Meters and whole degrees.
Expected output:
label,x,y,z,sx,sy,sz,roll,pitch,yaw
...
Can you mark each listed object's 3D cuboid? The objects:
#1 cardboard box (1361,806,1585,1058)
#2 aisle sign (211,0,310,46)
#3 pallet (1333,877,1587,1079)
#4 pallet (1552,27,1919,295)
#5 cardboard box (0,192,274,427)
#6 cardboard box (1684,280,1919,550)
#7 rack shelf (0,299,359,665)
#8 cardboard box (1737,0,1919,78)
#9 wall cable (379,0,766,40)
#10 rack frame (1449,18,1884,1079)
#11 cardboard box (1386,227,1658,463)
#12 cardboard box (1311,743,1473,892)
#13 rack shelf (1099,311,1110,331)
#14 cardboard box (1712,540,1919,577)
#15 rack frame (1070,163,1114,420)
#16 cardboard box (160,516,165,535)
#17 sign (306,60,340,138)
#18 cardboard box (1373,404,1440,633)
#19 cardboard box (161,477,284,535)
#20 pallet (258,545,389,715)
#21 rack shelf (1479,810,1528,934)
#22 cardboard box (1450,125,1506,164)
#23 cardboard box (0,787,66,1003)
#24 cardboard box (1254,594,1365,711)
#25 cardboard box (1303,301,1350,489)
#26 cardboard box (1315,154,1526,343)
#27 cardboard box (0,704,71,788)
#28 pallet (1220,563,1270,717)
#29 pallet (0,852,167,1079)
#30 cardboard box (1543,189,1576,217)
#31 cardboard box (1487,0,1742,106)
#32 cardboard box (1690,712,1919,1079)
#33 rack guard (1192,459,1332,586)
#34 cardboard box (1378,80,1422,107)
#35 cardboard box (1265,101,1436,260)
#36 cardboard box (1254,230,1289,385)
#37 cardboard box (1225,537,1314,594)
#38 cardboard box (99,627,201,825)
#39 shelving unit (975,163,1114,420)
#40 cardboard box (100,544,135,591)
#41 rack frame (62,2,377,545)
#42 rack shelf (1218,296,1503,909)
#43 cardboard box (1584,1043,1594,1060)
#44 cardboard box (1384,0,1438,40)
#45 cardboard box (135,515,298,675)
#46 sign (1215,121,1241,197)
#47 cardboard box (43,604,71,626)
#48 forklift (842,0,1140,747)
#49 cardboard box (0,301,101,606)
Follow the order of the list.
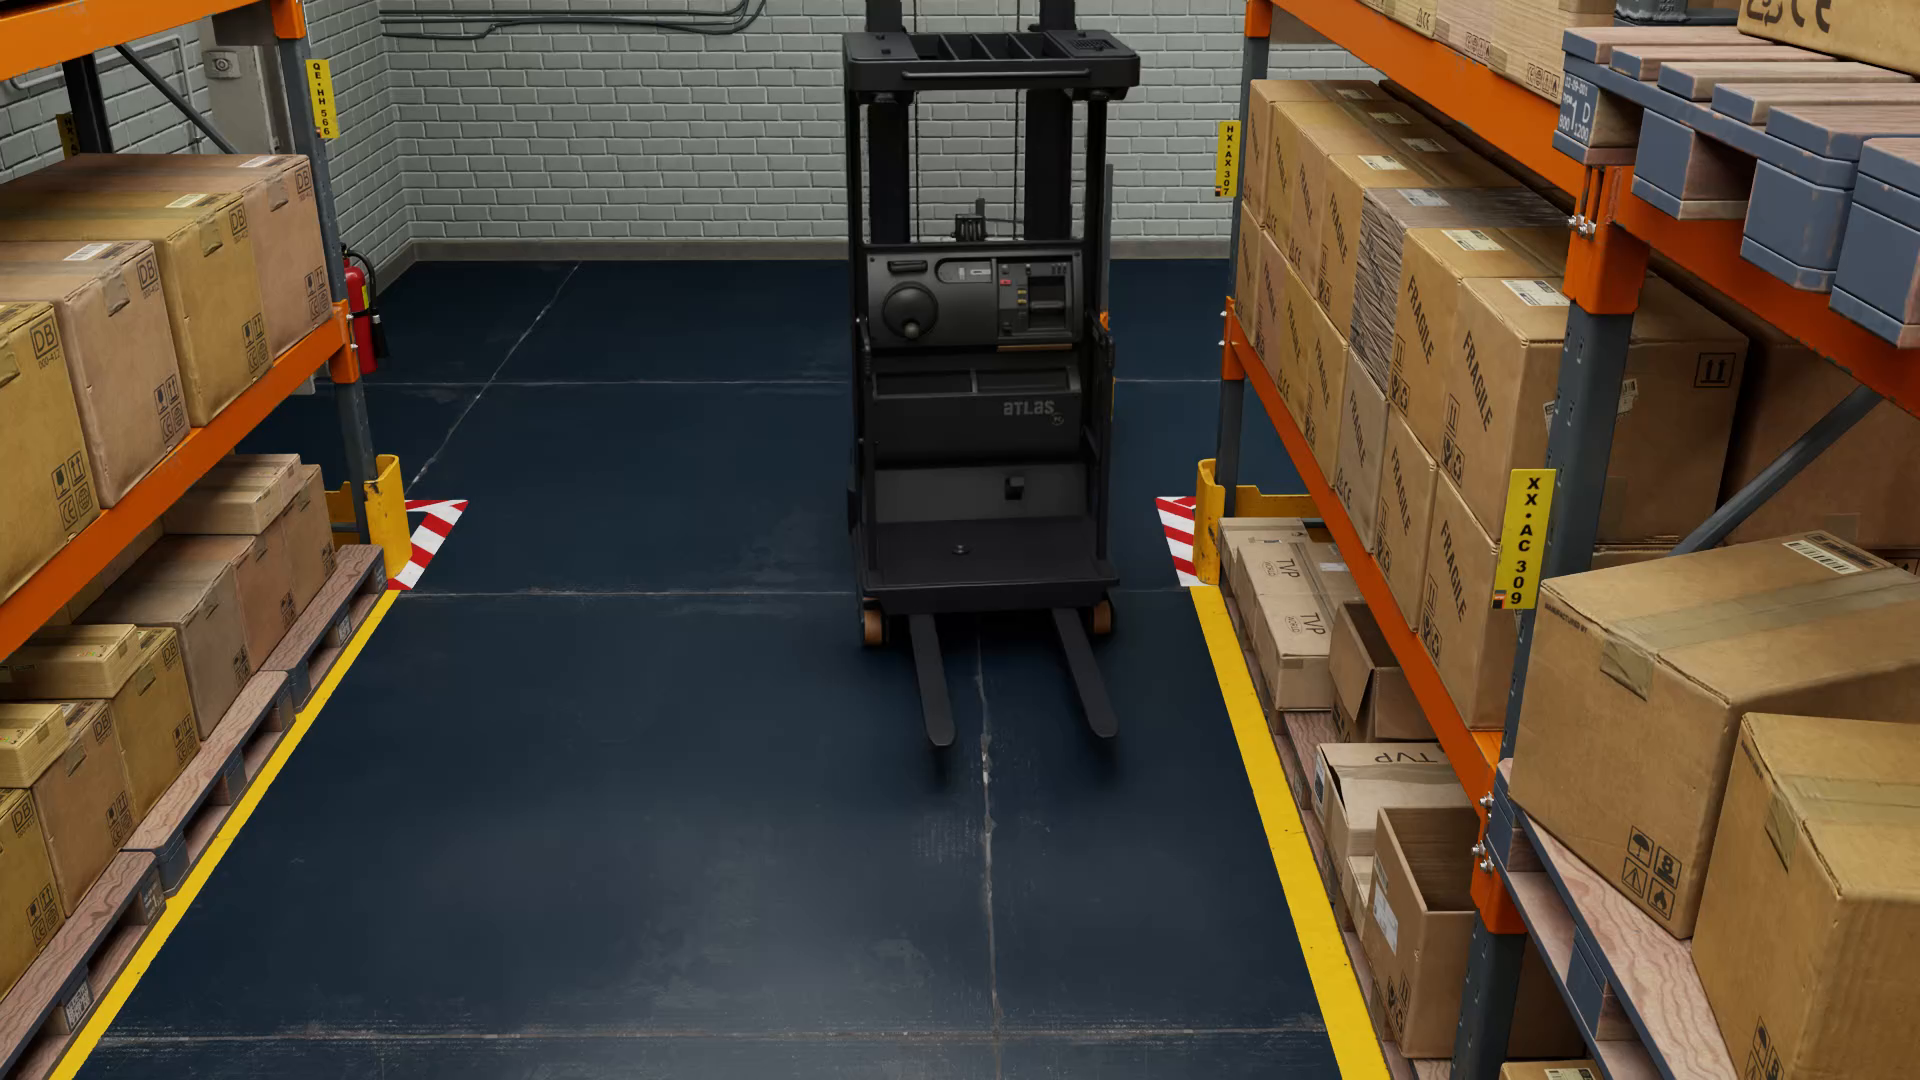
label,x,y,z,sx,sy,sz,roll,pitch,yaw
cardboard box,1.461,1.095,4.689,0.500,0.500,0.500,0,24,-1
aisle sign,-2.947,-2.450,6.873,0.394,0.787,0.004,0,24,-1
pallet,1.744,1.377,4.949,1.003,0.211,1.213,0,24,-1
pallet,1.688,-0.622,2.574,1.213,0.211,1.003,0,24,-1
cardboard box,-3.211,-0.862,6.151,0.980,0.700,0.700,0,24,-1
cardboard box,2.027,-0.307,3.954,0.500,0.500,0.500,0,24,1
rack shelf,-3.224,-0.083,5.666,1.077,0.370,4.000,0,24,-1
cardboard box,1.683,-1.052,2.543,0.600,0.600,0.600,-3,24,-6
wall cable,-2.950,-4.886,11.901,3.097,2.526,0.112,0,24,-1
rack frame,1.751,0.390,3.749,1.000,3.000,0.127,0,24,-1
cardboard box,1.478,-0.530,4.447,0.500,0.500,0.500,-1,24,-2
cardboard box,1.453,0.872,5.412,0.500,0.311,0.500,0,24,-1
rack shelf,0.463,-1.063,9.216,0.538,0.185,1.000,7,25,15
cardboard box,2.018,0.133,4.195,0.500,0.500,0.500,0,24,1
rack frame,0.609,-1.427,9.586,0.500,1.500,0.032,7,25,15
cardboard box,-3.333,-0.137,6.649,0.380,0.149,0.250,0,24,0
sign,-2.703,-1.867,7.046,0.100,0.325,0.005,0,24,-1
cardboard box,1.482,-0.073,4.651,0.500,0.500,0.500,0,24,1
cardboard box,-2.951,-0.137,6.650,0.380,0.149,0.250,0,24,1
pallet,-3.159,0.365,7.187,1.003,0.211,1.213,0,24,-1
rack shelf,1.773,1.541,2.075,1.077,0.370,4.000,0,24,-1
cardboard box,2.004,-1.156,5.831,0.500,0.500,0.500,0,24,1
cardboard box,-3.108,1.052,4.807,0.700,0.500,0.500,0,24,0
cardboard box,1.441,0.431,6.460,0.500,0.250,0.500,0,24,-1
cardboard box,1.466,-0.495,5.583,0.500,0.500,0.500,0,24,0
cardboard box,1.469,-0.945,5.365,0.500,0.500,0.500,0,24,-1
cardboard box,-2.929,0.615,4.987,0.380,0.149,0.250,1,24,1
pallet,1.718,0.372,7.172,1.003,0.211,1.213,0,24,-1
pallet,-3.132,1.370,4.964,1.003,0.211,1.213,0,24,-1
cardboard box,2.016,-0.731,4.893,0.500,0.500,0.500,-1,24,-2
cardboard box,1.480,-1.108,3.602,0.500,0.250,0.500,0,24,-1
cardboard box,1.603,0.632,2.582,0.700,0.500,0.500,4,25,8
rack guard,1.708,-0.088,7.839,1.175,0.500,0.348,0,24,-1
cardboard box,1.987,-1.578,6.764,0.500,0.500,0.500,0,24,-1
cardboard box,1.462,-1.360,6.283,0.500,0.500,0.500,0,24,0
cardboard box,1.459,-0.908,6.496,0.500,0.500,0.500,0,24,-1
cardboard box,1.371,0.109,7.274,0.380,0.166,0.250,0,24,-1
cardboard box,-3.114,0.634,5.732,0.700,0.500,0.500,0,24,1
shelving unit,0.466,-1.230,9.150,0.587,1.500,1.083,7,25,15
cardboard box,-3.328,0.071,6.189,0.380,0.149,0.250,0,24,0
rack frame,-3.246,-1.235,7.340,1.000,3.000,0.127,0,24,-1
rack shelf,1.729,-0.107,5.719,1.077,0.370,4.000,0,24,-1
cardboard box,1.963,1.240,4.597,0.500,0.311,0.500,0,24,-1
cardboard box,1.471,-1.520,4.513,0.500,0.250,0.500,0,24,-1
cardboard box,-3.133,0.207,6.676,0.700,0.500,0.500,0,24,-1
sign,1.165,-1.651,7.209,0.100,0.325,0.005,0,24,-1
cardboard box,-3.322,0.281,5.725,0.380,0.149,0.250,-1,24,-2
forklift,0.091,-1.018,6.945,1.130,2.935,3.031,-2,24,-5
cardboard box,-3.194,-0.248,4.794,0.980,0.700,0.700,-1,24,-2
